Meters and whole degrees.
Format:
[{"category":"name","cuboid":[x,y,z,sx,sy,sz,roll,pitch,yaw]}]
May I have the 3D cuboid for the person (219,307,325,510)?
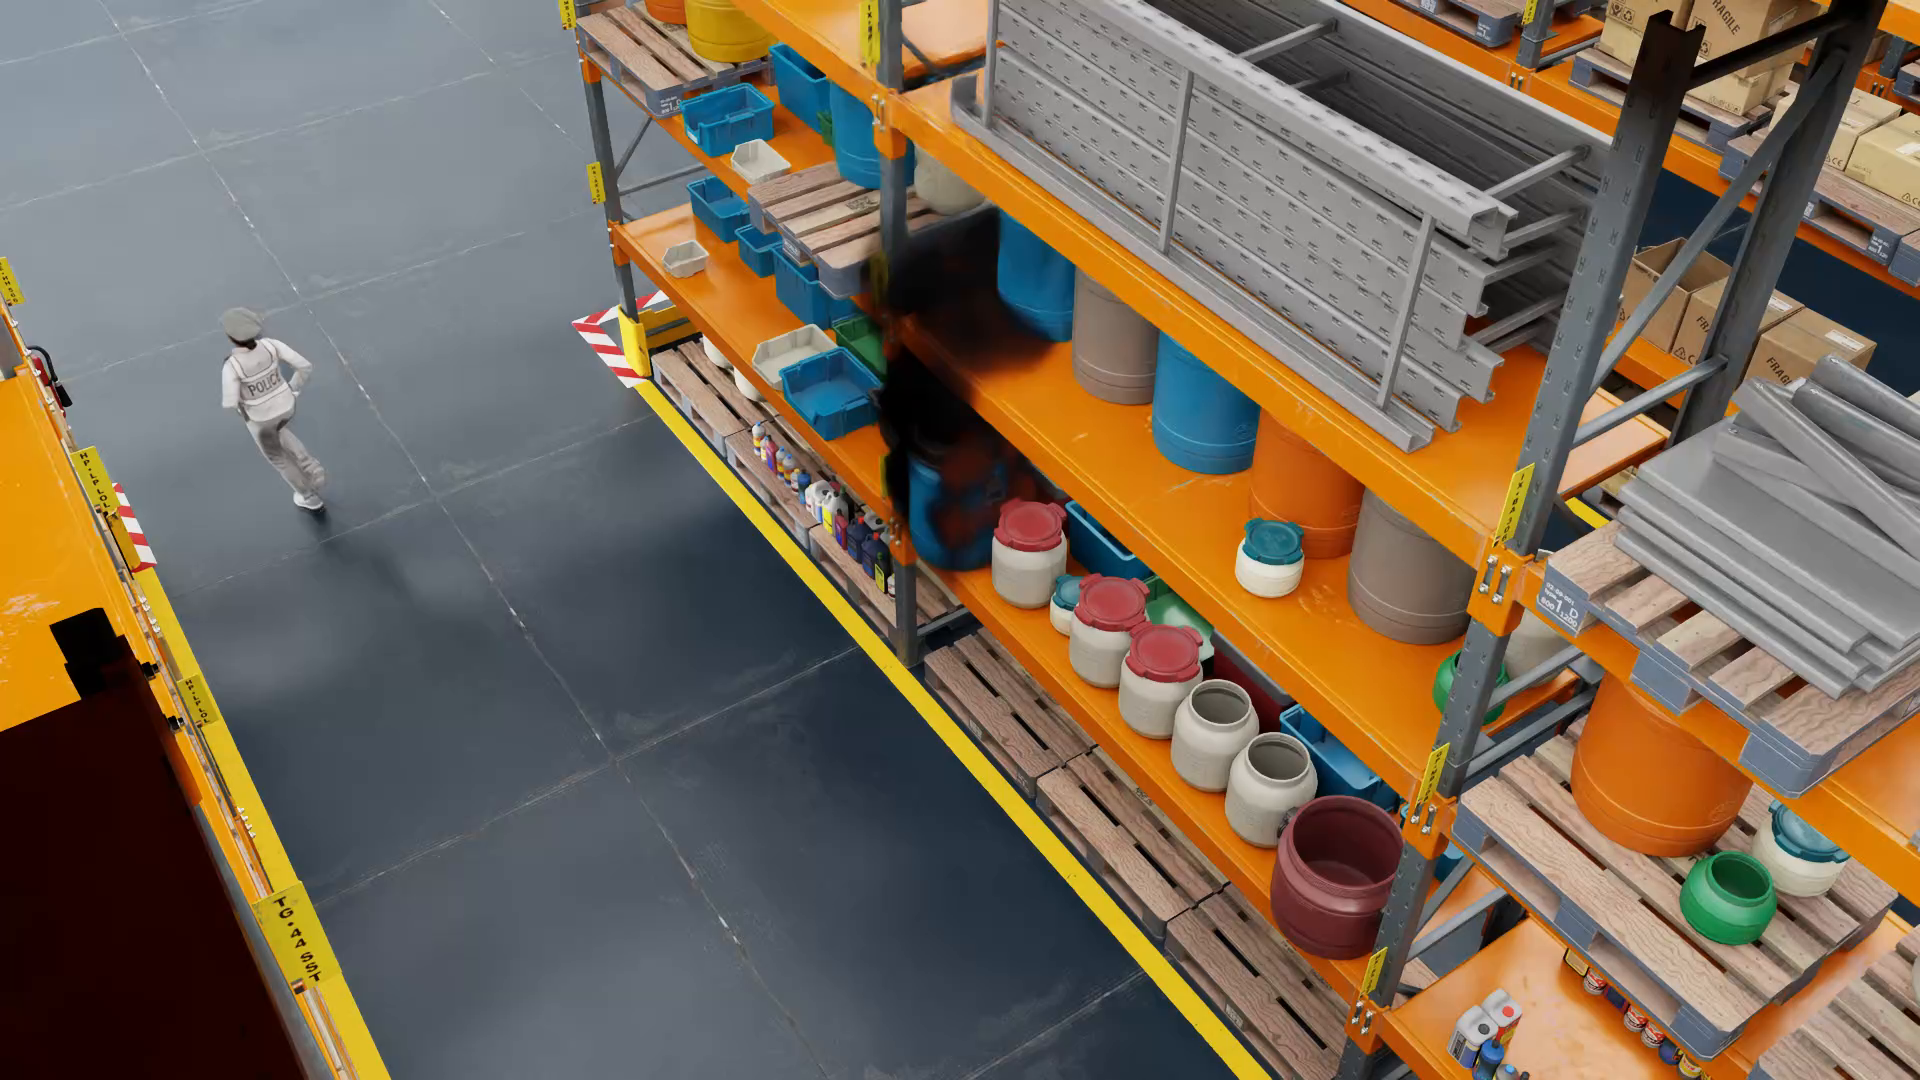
[{"category":"person","cuboid":[-4.820,-0.924,11.541,0.534,1.660,0.601,25,48,25]}]
